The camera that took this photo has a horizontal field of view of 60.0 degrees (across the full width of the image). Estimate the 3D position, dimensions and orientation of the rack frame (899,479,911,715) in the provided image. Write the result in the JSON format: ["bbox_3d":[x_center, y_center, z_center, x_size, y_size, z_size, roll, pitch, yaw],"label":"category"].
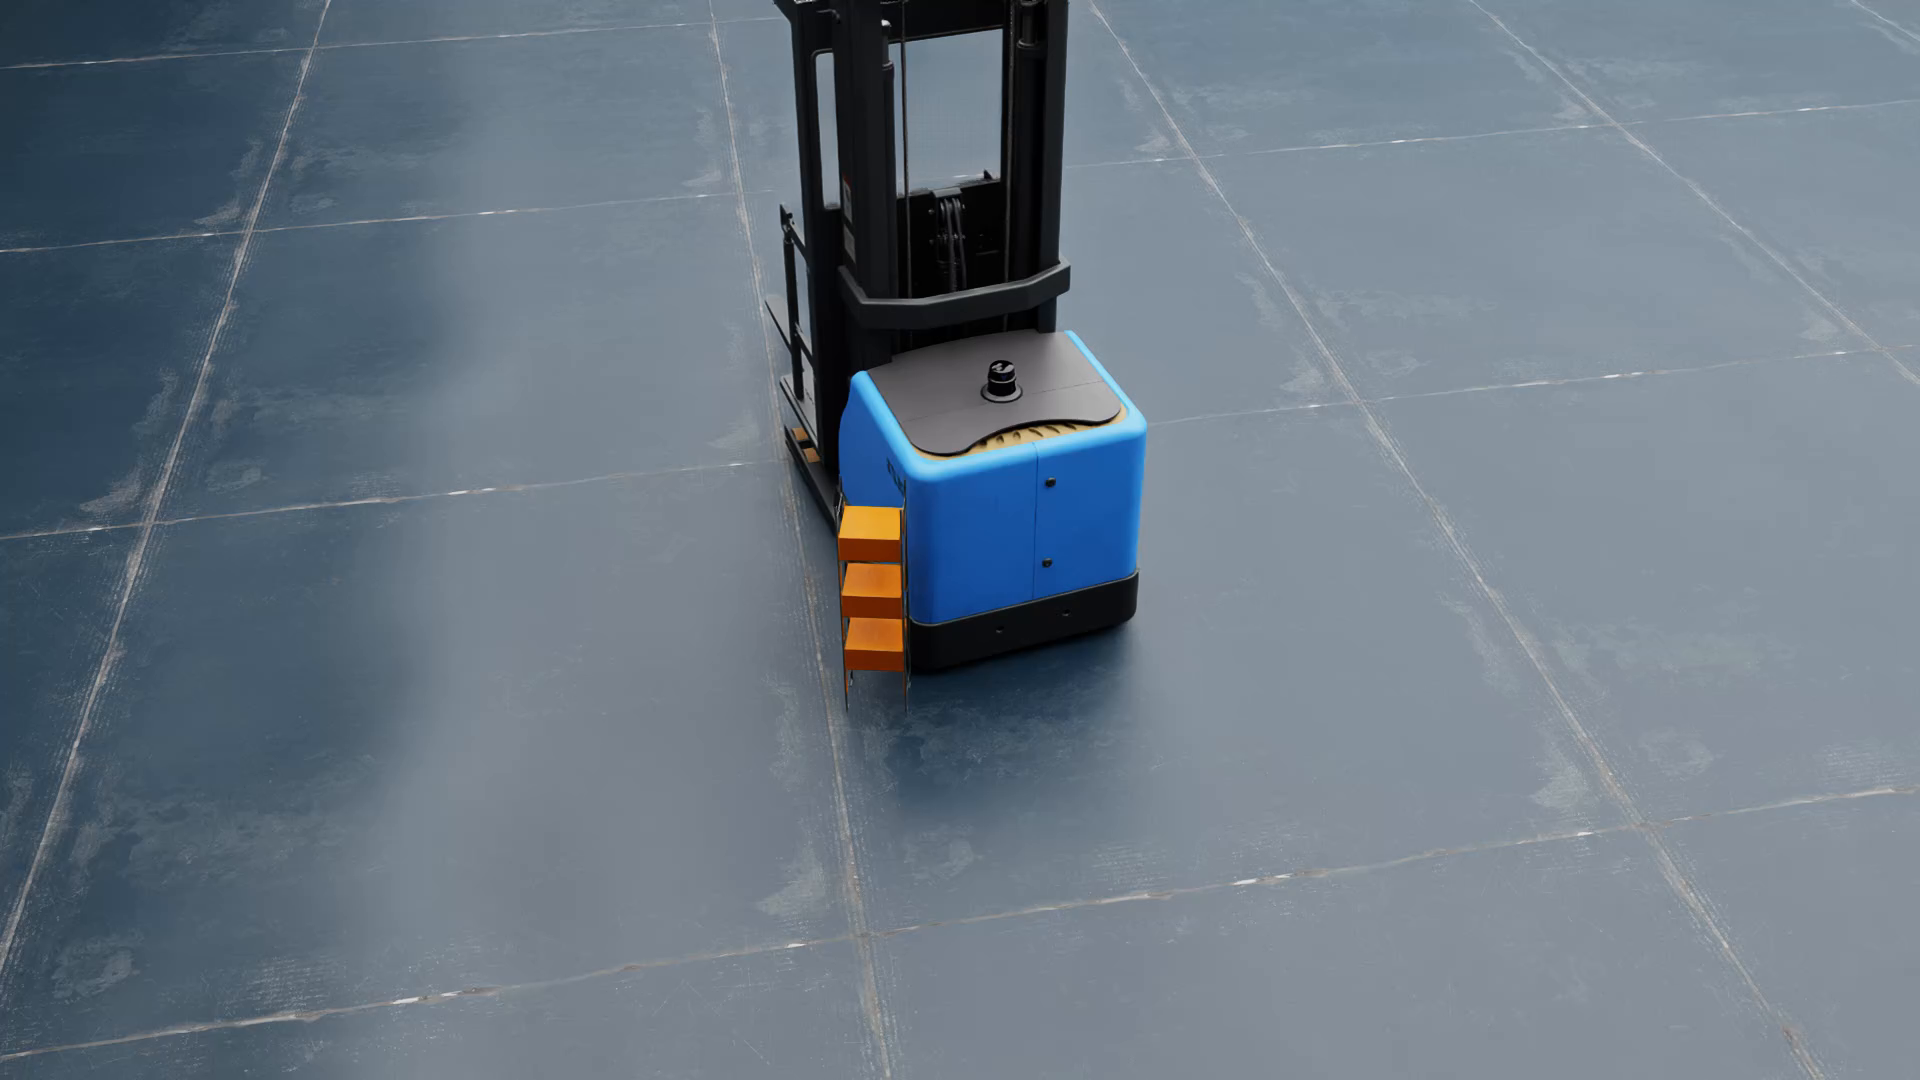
[{"bbox_3d":[-0.215,0.241,6.584,0.008,1.050,0.200,2,38,3],"label":"rack frame"}]

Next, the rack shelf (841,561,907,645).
[{"bbox_3d":[-0.337,0.245,6.596,0.240,0.259,0.215,2,38,3],"label":"rack shelf"}]

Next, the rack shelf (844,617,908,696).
[{"bbox_3d":[-0.337,0.465,6.766,0.240,0.259,0.215,2,38,3],"label":"rack shelf"}]

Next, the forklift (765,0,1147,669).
[{"bbox_3d":[-0.223,-1.524,7.323,1.130,2.935,3.031,-13,40,-16],"label":"forklift"}]

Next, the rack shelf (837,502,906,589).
[{"bbox_3d":[-0.337,0.021,6.422,0.240,0.259,0.215,2,38,3],"label":"rack shelf"}]

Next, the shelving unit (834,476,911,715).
[{"bbox_3d":[-0.337,0.237,6.589,0.252,1.050,0.215,2,38,3],"label":"shelving unit"}]

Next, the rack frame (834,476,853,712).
[{"bbox_3d":[-0.459,0.232,6.595,0.008,1.050,0.200,2,38,3],"label":"rack frame"}]
